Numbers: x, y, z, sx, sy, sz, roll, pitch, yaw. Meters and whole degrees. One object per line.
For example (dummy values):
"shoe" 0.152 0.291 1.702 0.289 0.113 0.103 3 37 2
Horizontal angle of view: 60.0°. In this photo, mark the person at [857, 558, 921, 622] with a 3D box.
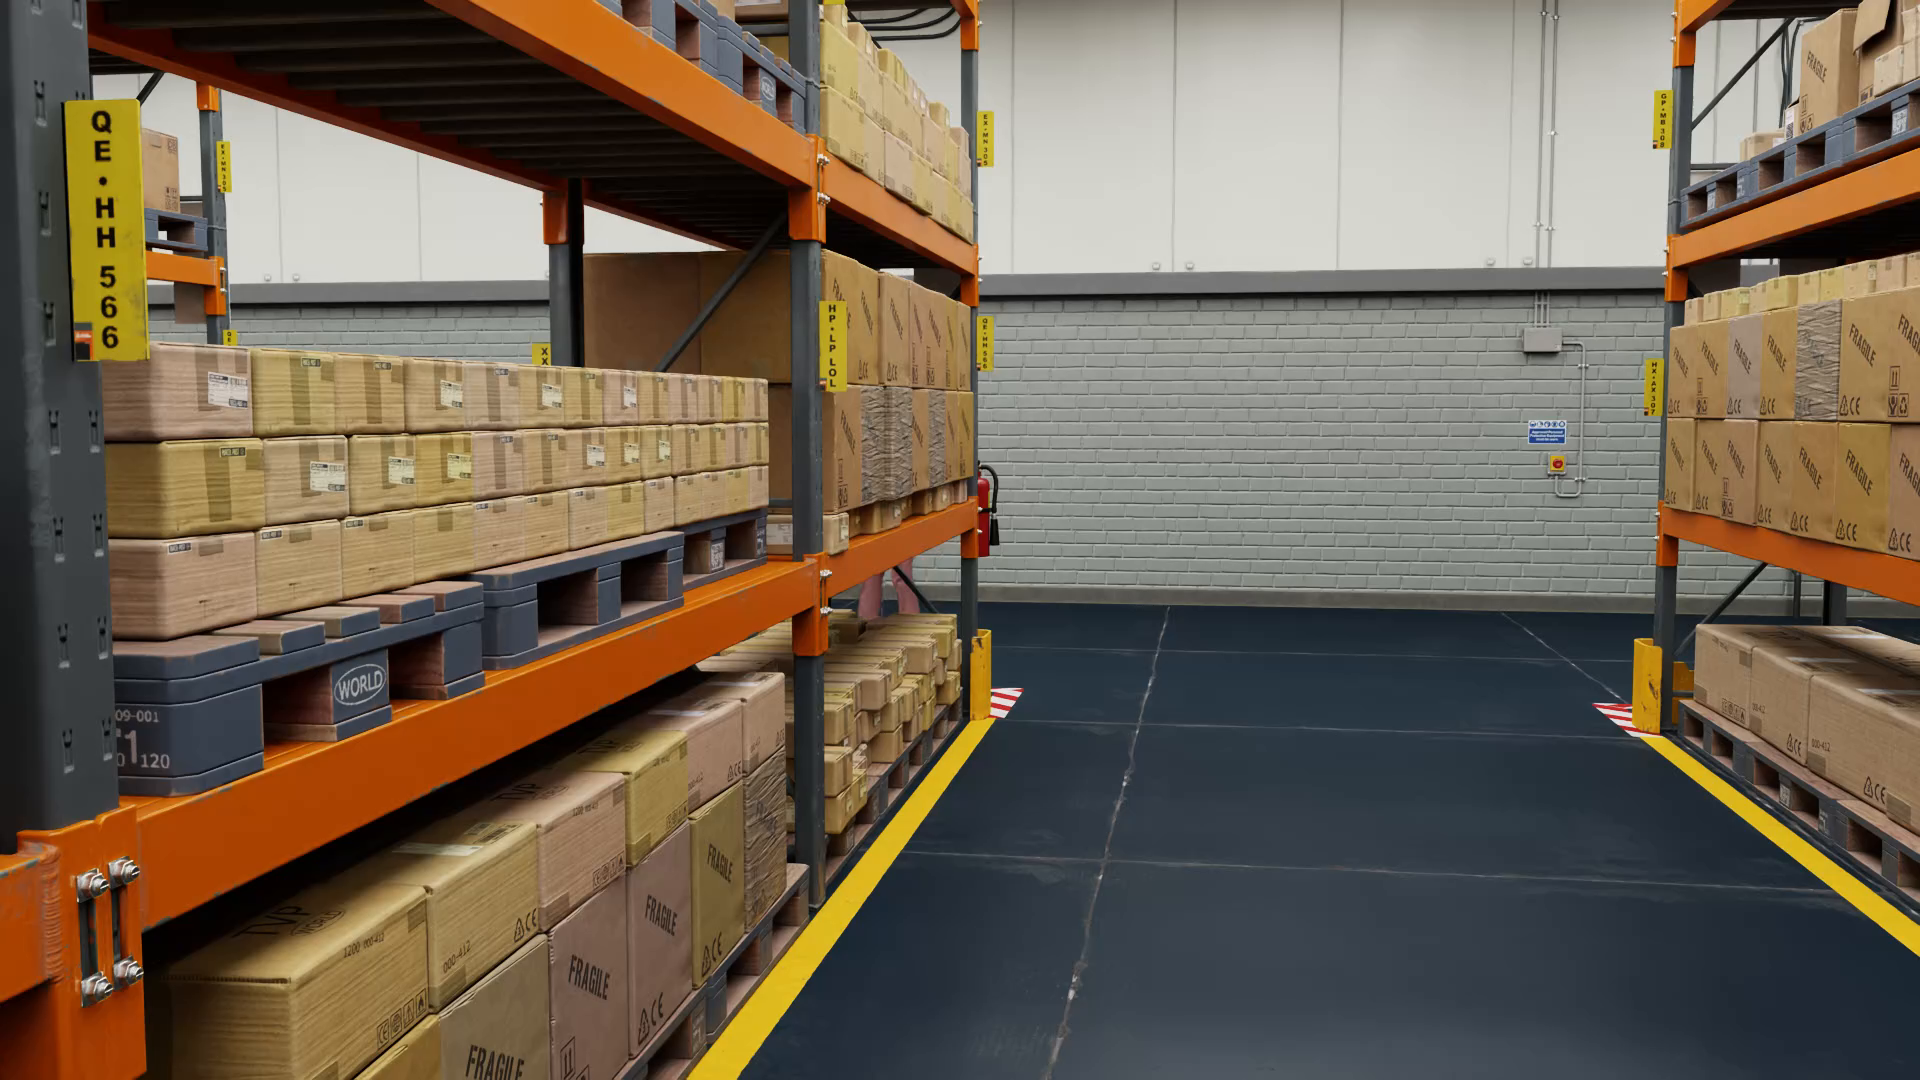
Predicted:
"person" -0.601 0.003 13.064 0.644 1.721 0.470 -1 5 -18
